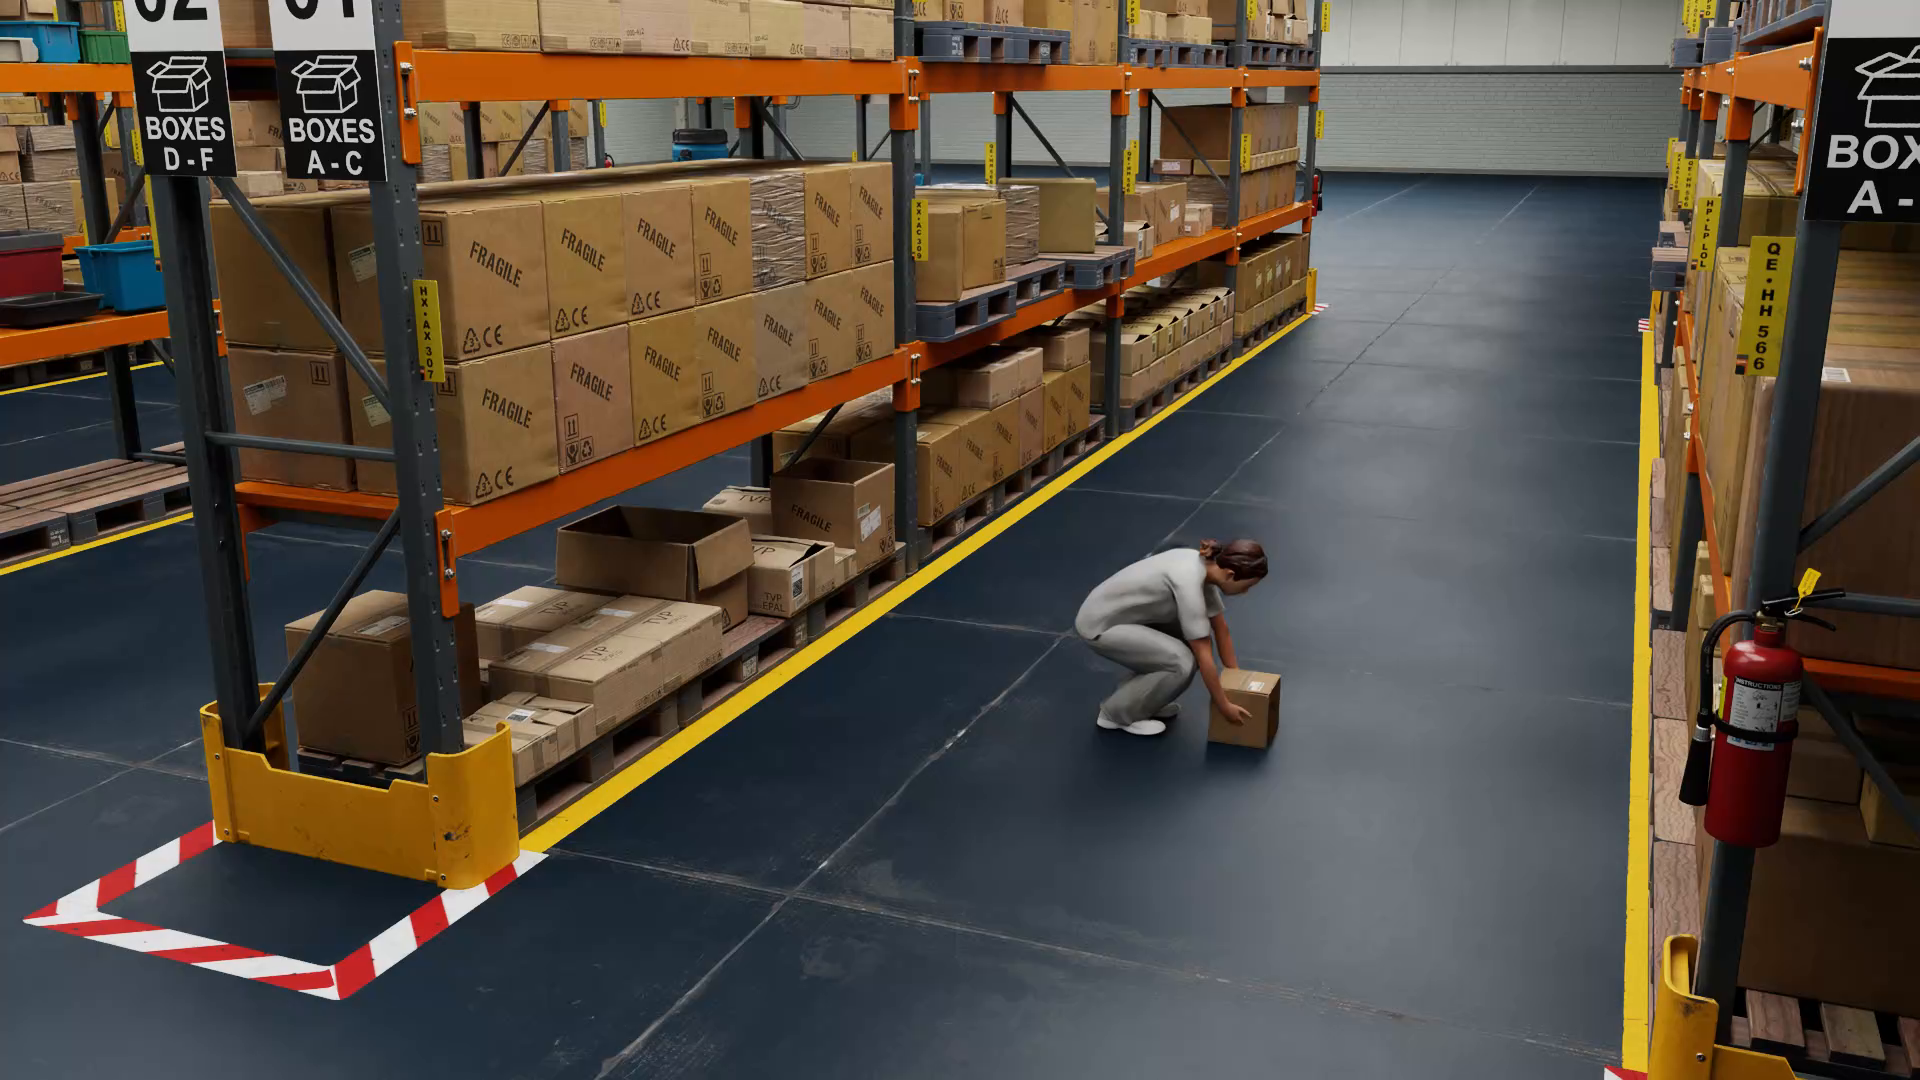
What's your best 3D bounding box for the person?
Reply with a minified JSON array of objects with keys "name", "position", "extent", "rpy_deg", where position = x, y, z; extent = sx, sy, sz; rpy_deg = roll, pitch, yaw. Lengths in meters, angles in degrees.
[{"name":"person","position":[0.903,0.391,7.151],"extent":[0.801,0.859,0.484],"rpy_deg":[6,17,21]}]
